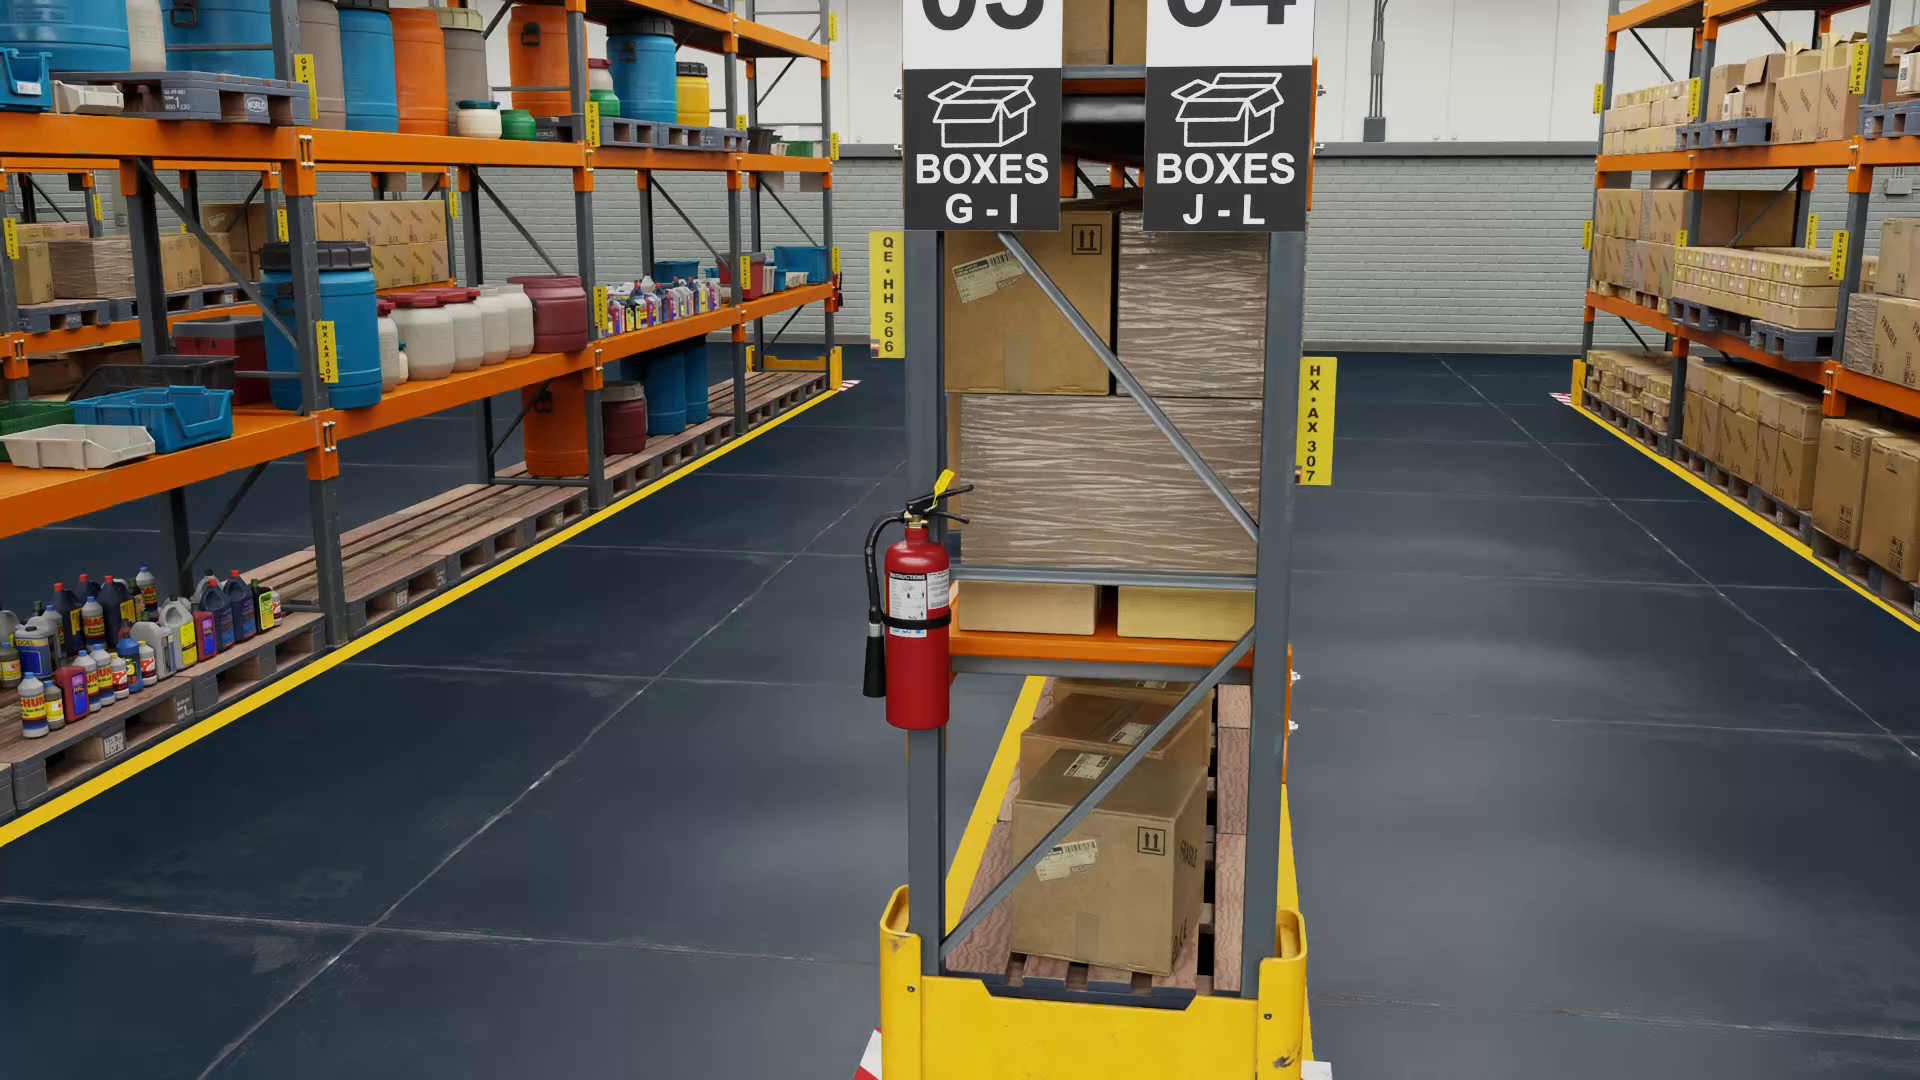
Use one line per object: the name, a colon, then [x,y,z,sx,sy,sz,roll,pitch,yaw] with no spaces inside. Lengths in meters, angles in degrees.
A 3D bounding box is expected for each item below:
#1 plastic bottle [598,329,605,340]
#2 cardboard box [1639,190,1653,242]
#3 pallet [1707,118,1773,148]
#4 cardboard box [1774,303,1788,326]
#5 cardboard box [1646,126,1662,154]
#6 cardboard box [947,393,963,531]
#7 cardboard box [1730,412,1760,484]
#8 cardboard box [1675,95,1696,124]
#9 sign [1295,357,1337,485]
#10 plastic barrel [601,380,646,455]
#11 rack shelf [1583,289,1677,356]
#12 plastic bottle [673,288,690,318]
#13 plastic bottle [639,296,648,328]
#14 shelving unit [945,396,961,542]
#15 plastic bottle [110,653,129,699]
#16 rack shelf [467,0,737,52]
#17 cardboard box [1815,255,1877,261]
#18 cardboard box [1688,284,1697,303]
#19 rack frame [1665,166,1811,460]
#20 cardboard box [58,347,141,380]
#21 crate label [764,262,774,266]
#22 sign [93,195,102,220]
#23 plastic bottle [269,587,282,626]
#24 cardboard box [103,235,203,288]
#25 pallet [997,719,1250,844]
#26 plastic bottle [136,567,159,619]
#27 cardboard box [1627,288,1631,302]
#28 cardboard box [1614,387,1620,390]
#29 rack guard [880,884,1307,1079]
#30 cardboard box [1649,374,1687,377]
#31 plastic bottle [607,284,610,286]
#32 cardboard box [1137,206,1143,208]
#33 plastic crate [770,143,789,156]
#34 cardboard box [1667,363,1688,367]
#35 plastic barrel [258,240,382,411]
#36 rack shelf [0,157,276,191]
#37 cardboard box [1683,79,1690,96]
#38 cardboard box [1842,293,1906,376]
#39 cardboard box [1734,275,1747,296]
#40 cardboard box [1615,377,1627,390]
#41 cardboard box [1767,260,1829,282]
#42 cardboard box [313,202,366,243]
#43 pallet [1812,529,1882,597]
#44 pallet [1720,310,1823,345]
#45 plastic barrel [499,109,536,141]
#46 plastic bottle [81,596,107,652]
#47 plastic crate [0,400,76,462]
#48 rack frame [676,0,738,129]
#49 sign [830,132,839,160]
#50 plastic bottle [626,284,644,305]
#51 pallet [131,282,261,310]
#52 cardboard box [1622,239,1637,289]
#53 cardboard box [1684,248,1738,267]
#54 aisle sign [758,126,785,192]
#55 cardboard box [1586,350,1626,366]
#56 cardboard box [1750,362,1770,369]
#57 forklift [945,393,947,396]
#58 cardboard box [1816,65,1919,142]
plastic bottle: [-2.918,-1.740,13.241,0.152,0.276,0.135,2,12,9]
cardboard box: [7.063,-3.215,16.474,0.500,0.500,0.500,2,12,10]
pallet: [6.734,-3.245,13.255,1.213,0.211,1.003,2,12,9]
cardboard box: [6.138,-1.630,12.038,0.380,0.149,0.250,2,12,8]
cardboard box: [7.066,-3.925,16.320,0.500,0.250,0.500,2,12,8]
cardboard box: [0.430,-0.311,5.373,0.875,0.500,0.500,2,12,9]
cardboard box: [6.468,-0.726,13.179,0.500,0.500,0.500,1,12,6]
cardboard box: [6.911,-3.953,15.265,0.500,0.250,0.500,1,12,6]
sign: [0.896,-0.301,4.214,0.100,0.325,0.005,2,12,9]
plastic barrel: [-3.071,-1.085,14.634,0.600,0.588,0.708,2,12,9]
rack shelf: [7.399,-2.276,17.142,1.077,0.370,4.000,2,12,9]
plastic bottle: [-2.584,-2.191,15.336,0.152,0.276,0.135,2,12,9]
plastic bottle: [-2.731,-1.953,14.242,0.097,0.271,0.097,0,12,0]
shelving unit: [0.008,-0.524,11.934,0.215,1.050,0.252,2,12,9]
plastic bottle: [-3.864,0.617,7.607,0.097,0.201,0.097,0,12,0]
rack shelf: [-2.996,-4.523,14.276,1.077,0.370,4.000,2,12,9]
cardboard box: [6.981,-2.167,13.117,0.380,0.149,0.250,2,12,8]
cardboard box: [6.497,-2.117,14.295,0.380,0.149,0.250,2,12,9]
rack frame: [7.091,-2.211,15.134,1.000,3.000,0.127,2,12,9]
cardboard box: [-8.128,-1.669,15.727,0.500,0.250,0.500,2,12,8]
crate label: [-2.436,-3.293,20.408,0.416,0.233,0.303,2,12,9]
sign: [-11.328,-4.369,21.833,0.100,0.325,0.005,2,12,9]
plastic bottle: [-3.667,0.350,8.846,0.097,0.201,0.097,0,12,0]
cardboard box: [-7.919,-2.732,16.318,0.700,0.500,0.500,4,13,18]
pallet: [0.722,1.031,6.708,1.003,0.211,1.213,2,12,9]
plastic bottle: [-4.401,0.283,8.994,0.097,0.271,0.097,0,12,0]
cardboard box: [7.143,-2.538,17.246,0.380,0.149,0.250,2,12,11]
cardboard box: [7.226,-1.542,17.799,0.380,0.149,0.250,2,12,9]
rack guard: [0.372,1.311,4.723,1.175,0.500,0.348,2,12,9]
cardboard box: [7.037,-1.554,16.444,0.380,0.149,0.250,2,12,11]
plastic bottle: [-3.303,-2.249,15.586,0.061,0.283,0.133,2,12,9]
cardboard box: [0.798,-0.788,5.211,0.500,0.500,0.500,2,12,9]
plastic crate: [-2.146,-4.285,18.264,0.437,0.136,0.530,2,12,9]
cardboard box: [7.627,-1.759,17.392,0.380,0.149,0.250,1,12,7]
plastic barrel: [-3.560,-1.204,9.269,0.600,0.901,0.708,2,12,9]
rack shelf: [-7.890,-3.413,15.298,1.077,0.370,4.000,2,12,9]
cardboard box: [6.900,-4.173,15.340,0.380,0.149,0.250,2,12,10]
cardboard box: [6.140,-1.343,10.867,0.500,0.500,0.500,2,12,9]
cardboard box: [6.298,-1.993,13.013,0.380,0.149,0.250,2,12,10]
cardboard box: [7.230,-1.683,17.747,0.380,0.149,0.250,1,12,6]
cardboard box: [6.179,-1.976,12.228,0.380,0.149,0.250,2,12,10]
cardboard box: [-7.073,-3.556,18.762,0.500,0.500,0.500,2,12,7]
pallet: [6.280,0.146,10.814,1.003,0.211,1.213,2,12,9]
pallet: [6.740,-1.698,13.209,1.003,0.211,1.213,2,12,9]
plastic barrel: [-3.291,-3.058,12.313,0.294,0.245,0.294,0,12,0]
plastic bottle: [-4.356,0.419,8.360,0.097,0.271,0.097,0,12,0]
plastic crate: [-4.406,-0.511,7.748,0.450,0.188,0.662,2,12,9]
rack frame: [-2.688,-5.486,16.090,1.000,3.000,0.127,2,12,9]
sign: [-1.527,-4.787,20.214,0.100,0.325,0.005,2,12,9]
plastic bottle: [-2.847,-2.075,14.619,0.144,0.351,0.185,2,12,9]
pallet: [-7.813,-2.458,16.735,1.003,0.211,1.213,2,12,9]
cardboard box: [7.147,-2.834,17.078,0.500,0.500,0.500,2,12,7]
cardboard box: [6.539,-2.459,14.472,0.380,0.149,0.250,2,12,10]
aisle sign: [-2.356,-4.682,20.426,0.394,0.787,0.004,2,12,9]
cardboard box: [7.290,-2.048,18.736,0.380,0.149,0.250,1,12,6]
cardboard box: [7.226,-1.398,14.517,0.500,0.250,0.500,2,12,7]
forklift: [0.394,-2.023,14.425,1.130,2.935,3.031,2,12,9]
cardboard box: [6.313,-3.021,11.534,0.500,0.500,0.500,2,12,9]
